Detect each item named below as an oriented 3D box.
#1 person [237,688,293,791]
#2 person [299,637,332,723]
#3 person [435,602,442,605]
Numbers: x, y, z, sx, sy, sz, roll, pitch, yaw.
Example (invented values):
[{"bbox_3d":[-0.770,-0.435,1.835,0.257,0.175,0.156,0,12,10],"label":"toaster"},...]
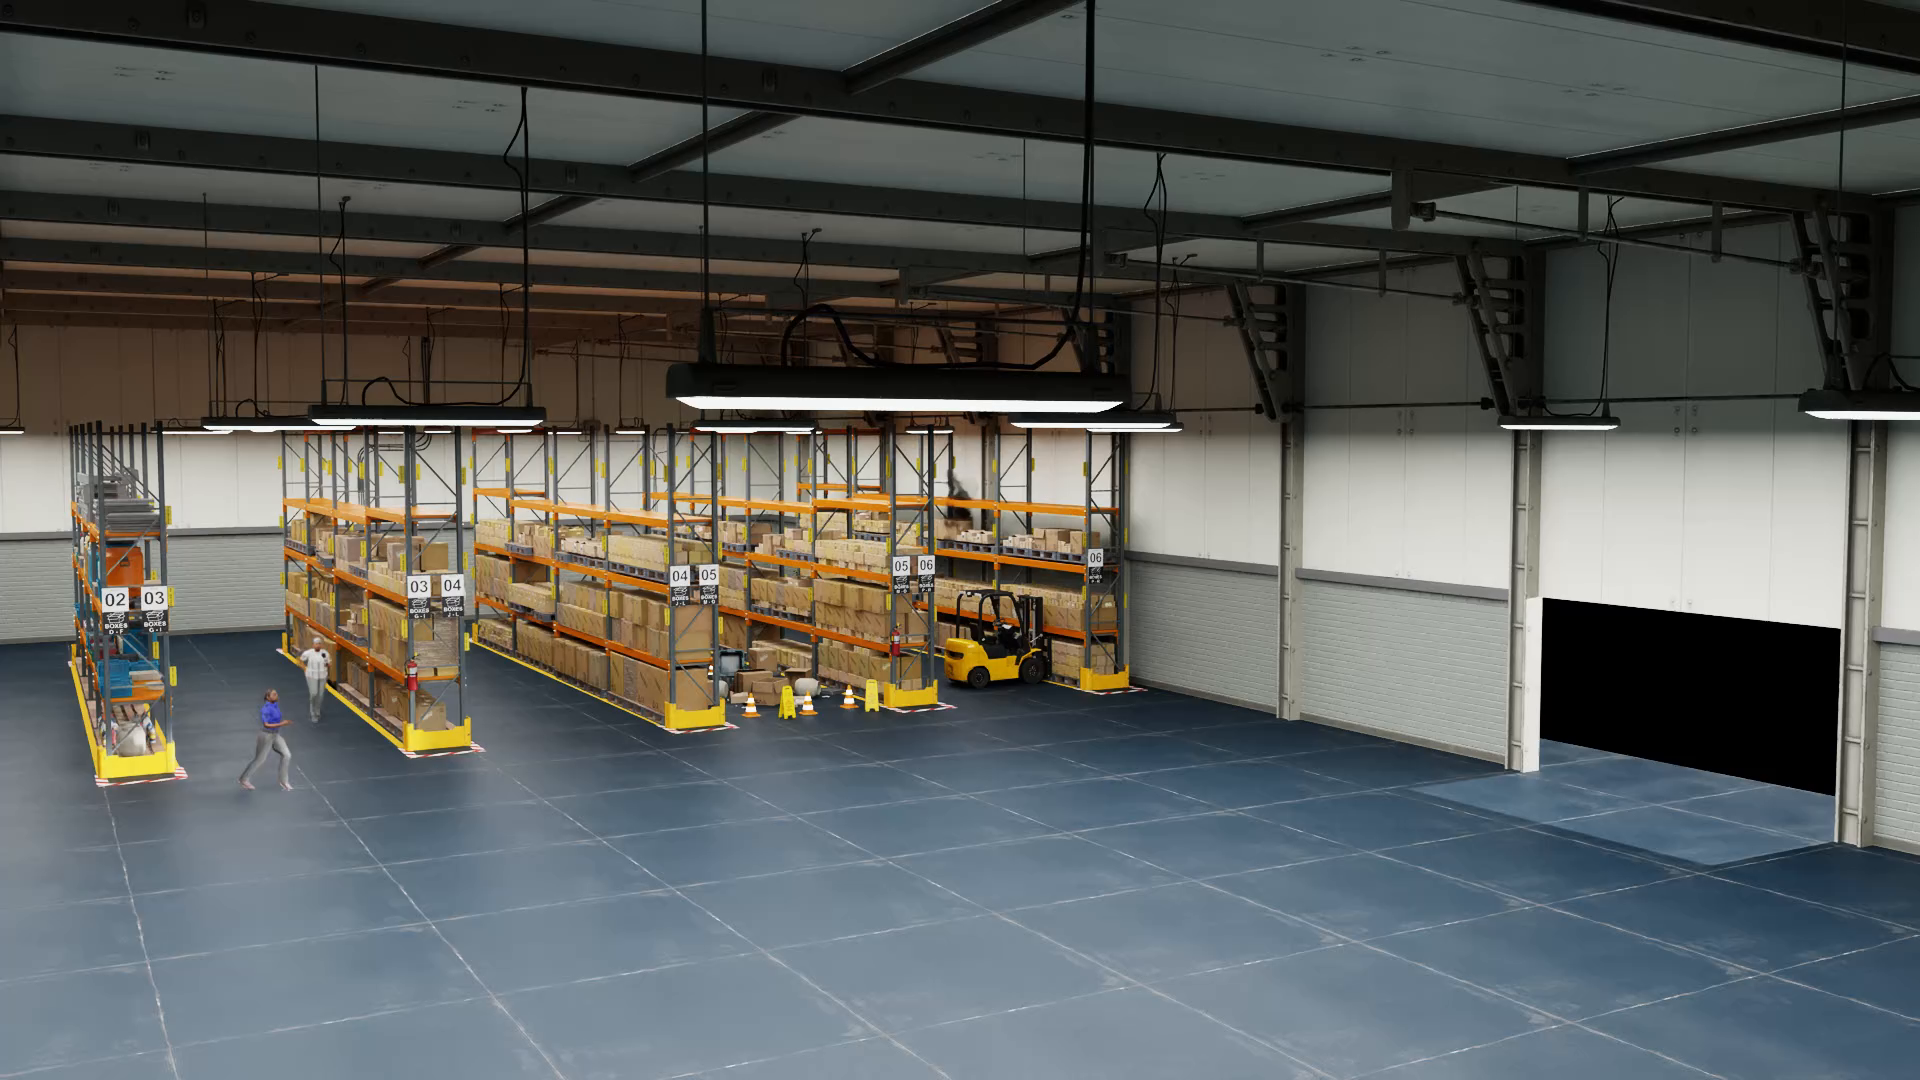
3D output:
[{"bbox_3d":[-11.204,3.241,26.896,0.892,1.704,0.586,0,4,5],"label":"person"},{"bbox_3d":[-12.994,2.828,33.621,0.584,1.728,0.738,-3,4,-36],"label":"person"},{"bbox_3d":[-14.643,2.074,45.821,0.811,1.652,0.541,-1,4,-12],"label":"person"}]
